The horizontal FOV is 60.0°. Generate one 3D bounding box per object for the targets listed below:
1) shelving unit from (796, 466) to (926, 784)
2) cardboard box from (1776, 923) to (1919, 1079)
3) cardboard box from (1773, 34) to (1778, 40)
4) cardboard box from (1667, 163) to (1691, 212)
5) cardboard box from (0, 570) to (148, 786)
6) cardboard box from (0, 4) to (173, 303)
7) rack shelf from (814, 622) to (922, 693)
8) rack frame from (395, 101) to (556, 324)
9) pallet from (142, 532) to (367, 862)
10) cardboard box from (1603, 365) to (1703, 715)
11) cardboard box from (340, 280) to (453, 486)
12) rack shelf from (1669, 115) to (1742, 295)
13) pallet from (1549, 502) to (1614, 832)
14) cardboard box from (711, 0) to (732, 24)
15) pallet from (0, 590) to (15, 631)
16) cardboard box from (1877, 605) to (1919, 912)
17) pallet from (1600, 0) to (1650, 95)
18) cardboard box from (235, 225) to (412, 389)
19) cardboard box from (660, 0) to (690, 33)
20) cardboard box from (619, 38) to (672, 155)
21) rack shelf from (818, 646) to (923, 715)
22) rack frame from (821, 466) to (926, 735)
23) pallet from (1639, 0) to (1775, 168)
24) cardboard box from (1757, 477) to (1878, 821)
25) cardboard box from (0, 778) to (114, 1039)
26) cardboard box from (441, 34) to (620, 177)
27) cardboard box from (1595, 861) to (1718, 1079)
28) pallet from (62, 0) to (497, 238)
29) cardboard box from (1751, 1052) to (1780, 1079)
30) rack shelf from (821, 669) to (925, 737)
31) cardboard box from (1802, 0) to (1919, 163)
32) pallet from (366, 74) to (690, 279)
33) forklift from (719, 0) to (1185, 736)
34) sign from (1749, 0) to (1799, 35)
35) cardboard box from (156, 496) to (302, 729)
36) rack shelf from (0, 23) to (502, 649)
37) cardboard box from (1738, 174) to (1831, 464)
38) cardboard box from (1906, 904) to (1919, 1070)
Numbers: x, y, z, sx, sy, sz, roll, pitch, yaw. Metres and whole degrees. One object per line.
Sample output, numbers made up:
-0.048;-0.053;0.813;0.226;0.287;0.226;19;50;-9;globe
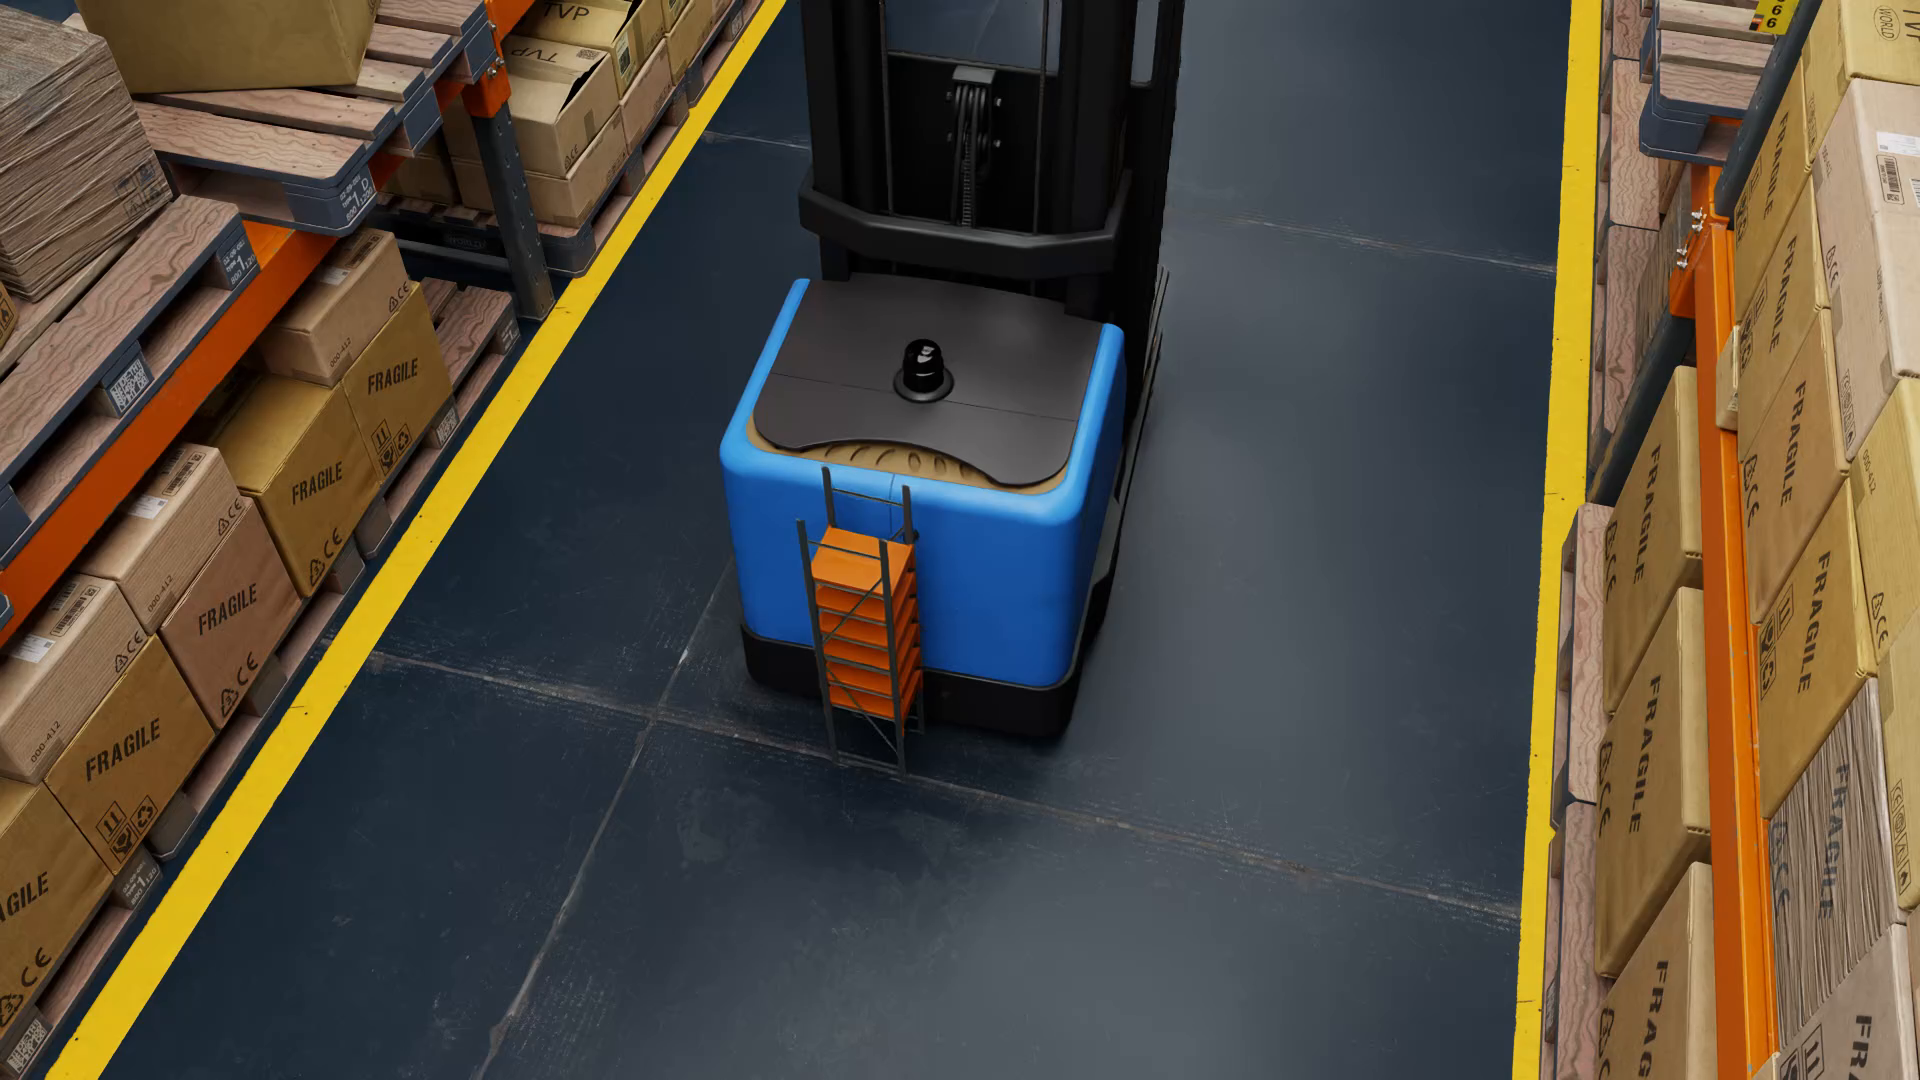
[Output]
-0.261;0.278;4.698;0.258;1.200;0.189;13;53;11;shelving unit
1.635;0.993;2.594;0.500;0.500;0.500;12;50;10;cardboard box
2.799;-1.528;4.738;0.700;0.500;0.500;6;49;6;cardboard box
3.072;-1.206;6.188;0.700;0.500;0.500;11;50;10;cardboard box
-2.522;0.320;4.341;0.500;0.250;0.500;12;50;10;cardboard box
-2.577;-1.052;4.331;0.700;0.500;0.500;20;52;17;cardboard box
-0.260;0.305;4.733;0.258;0.103;0.180;13;53;11;rack shelf
-2.095;-1.982;5.499;1.000;3.000;0.127;12;50;10;rack frame
-2.651;0.353;5.298;1.003;0.211;1.213;12;50;10;pallet
2.365;0.071;4.840;0.750;0.750;0.750;11;49;10;cardboard box
-2.115;-0.578;5.633;0.500;0.500;0.500;13;50;12;cardboard box
3.212;-2.216;6.185;1.077;0.370;4.000;12;50;10;rack shelf
2.405;0.471;5.194;1.003;0.211;1.213;12;50;10;pallet
-1.276;-2.644;7.636;0.500;0.250;0.500;12;50;11;cardboard box
-2.832;0.418;3.508;1.003;0.211;1.213;12;50;10;pallet
1.787;0.375;2.640;0.500;0.250;0.500;12;50;11;cardboard box
3.534;-2.414;7.740;1.003;0.211;1.213;12;50;10;pallet
-2.125;-0.784;5.315;0.500;0.250;0.500;13;50;11;cardboard box
-1.407;-2.468;7.107;0.500;0.311;0.500;10;49;9;cardboard box
-1.542;-1.896;6.976;0.500;0.250;0.500;10;49;9;cardboard box
-0.258;0.380;4.827;0.258;0.103;0.180;13;53;11;rack shelf
-0.233;0.209;4.752;0.240;1.200;0.006;13;53;11;rack frame
2.770;-1.480;5.184;1.213;0.211;1.003;12;50;10;pallet
1.902;0.269;3.233;0.500;0.500;0.500;13;50;11;cardboard box
-2.656;0.903;4.326;0.500;0.500;0.500;12;50;11;cardboard box
-1.674;-1.717;6.445;0.500;0.311;0.500;13;50;11;cardboard box
1.909;1.319;3.739;0.750;0.750;0.750;13;50;11;cardboard box
-2.206;-1.414;5.126;1.213;0.211;1.003;12;50;10;pallet
1.616;1.094;2.938;0.380;0.149;0.250;12;50;10;cardboard box
-0.256;0.454;4.921;0.258;0.103;0.180;13;53;11;rack shelf
2.309;-1.095;3.937;0.500;0.250;0.500;13;50;11;cardboard box
-1.841;-1.647;7.063;1.003;0.211;1.213;12;50;10;pallet
0.144;-1.495;5.115;1.130;2.935;3.031;10;49;8;forklift
2.159;-1.464;4.322;0.100;0.325;0.005;12;50;10;sign
-2.383;0.178;4.966;0.500;0.500;0.500;10;49;9;cardboard box
-2.621;-0.297;4.492;1.077;0.370;4.000;12;50;10;rack shelf
2.164;-0.467;3.883;0.500;0.500;0.500;13;50;11;cardboard box
1.652;0.744;2.314;0.500;0.250;0.500;13;50;11;cardboard box
